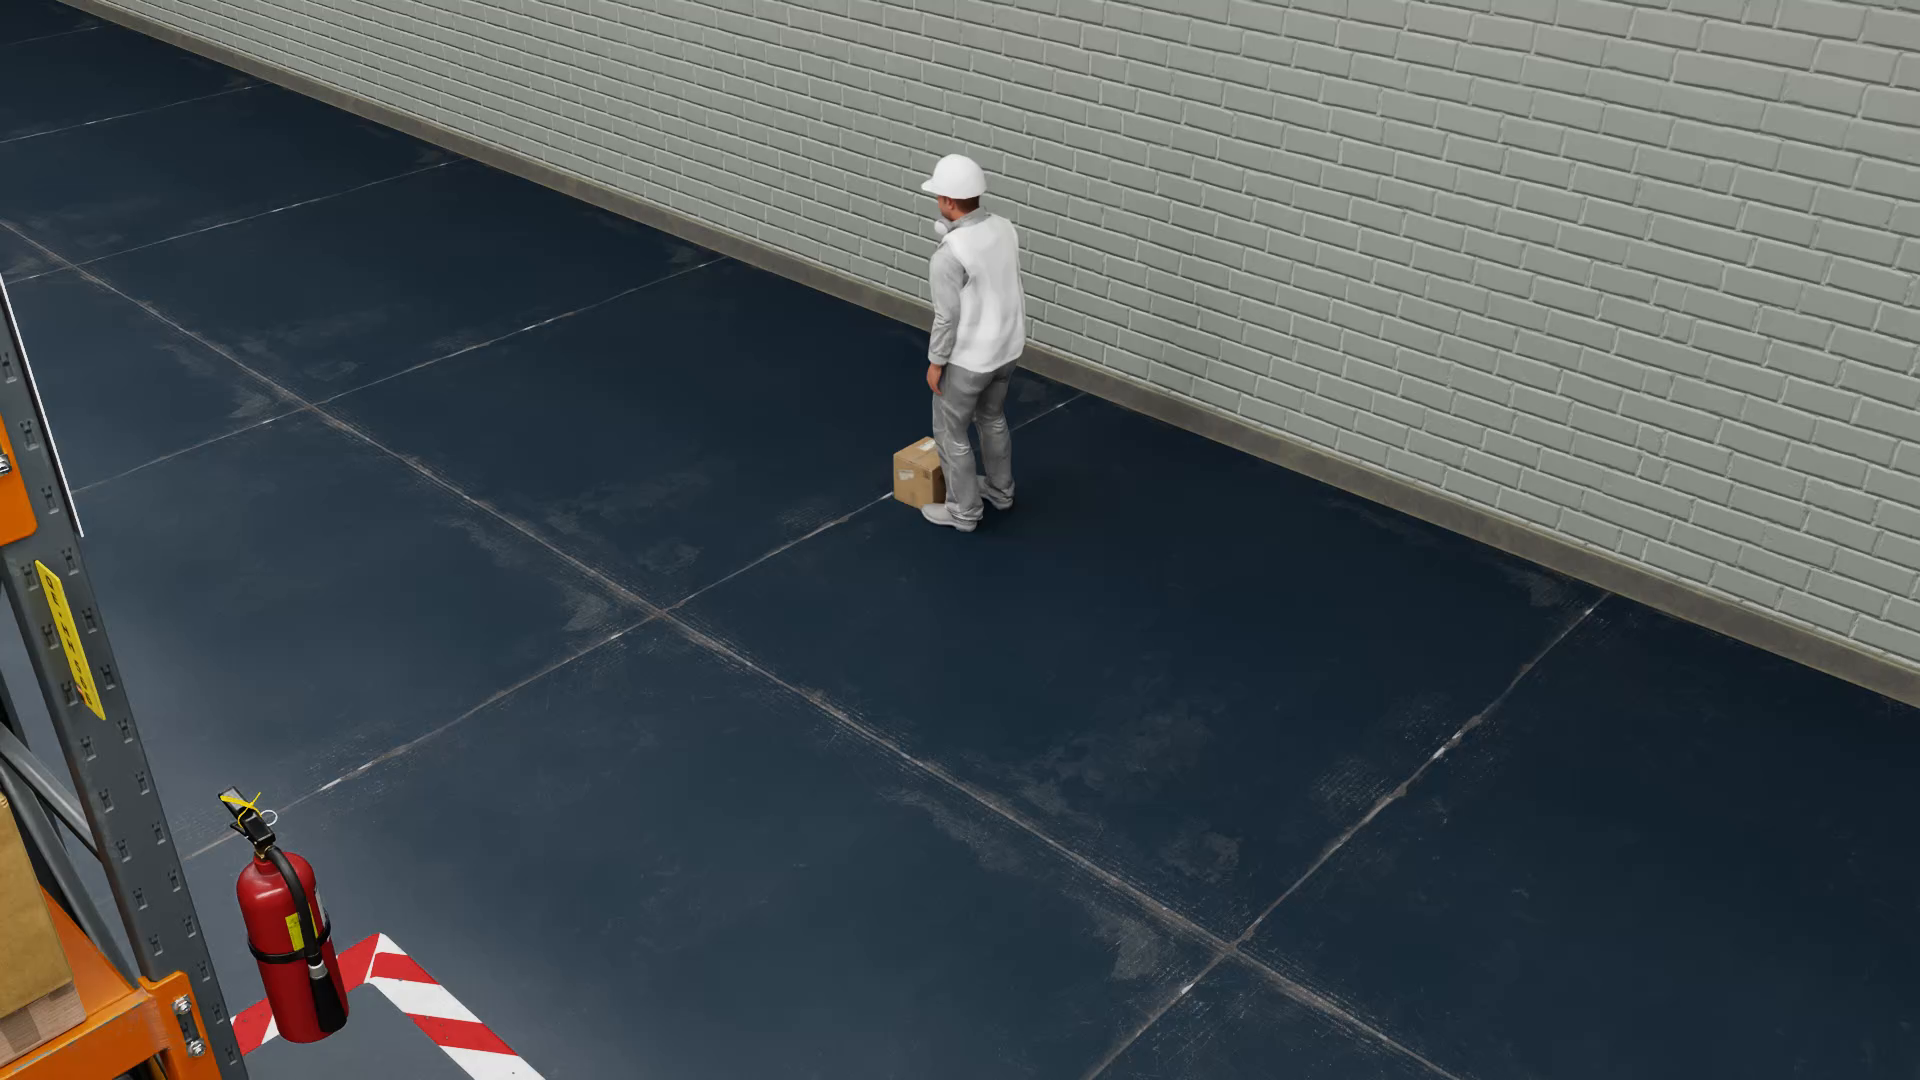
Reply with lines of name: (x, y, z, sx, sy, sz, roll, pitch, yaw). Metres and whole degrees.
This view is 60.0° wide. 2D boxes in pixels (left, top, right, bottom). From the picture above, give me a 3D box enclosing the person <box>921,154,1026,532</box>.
person: (0.053, -0.877, 7.563, 0.466, 1.770, 0.578, 23, 38, 33)
